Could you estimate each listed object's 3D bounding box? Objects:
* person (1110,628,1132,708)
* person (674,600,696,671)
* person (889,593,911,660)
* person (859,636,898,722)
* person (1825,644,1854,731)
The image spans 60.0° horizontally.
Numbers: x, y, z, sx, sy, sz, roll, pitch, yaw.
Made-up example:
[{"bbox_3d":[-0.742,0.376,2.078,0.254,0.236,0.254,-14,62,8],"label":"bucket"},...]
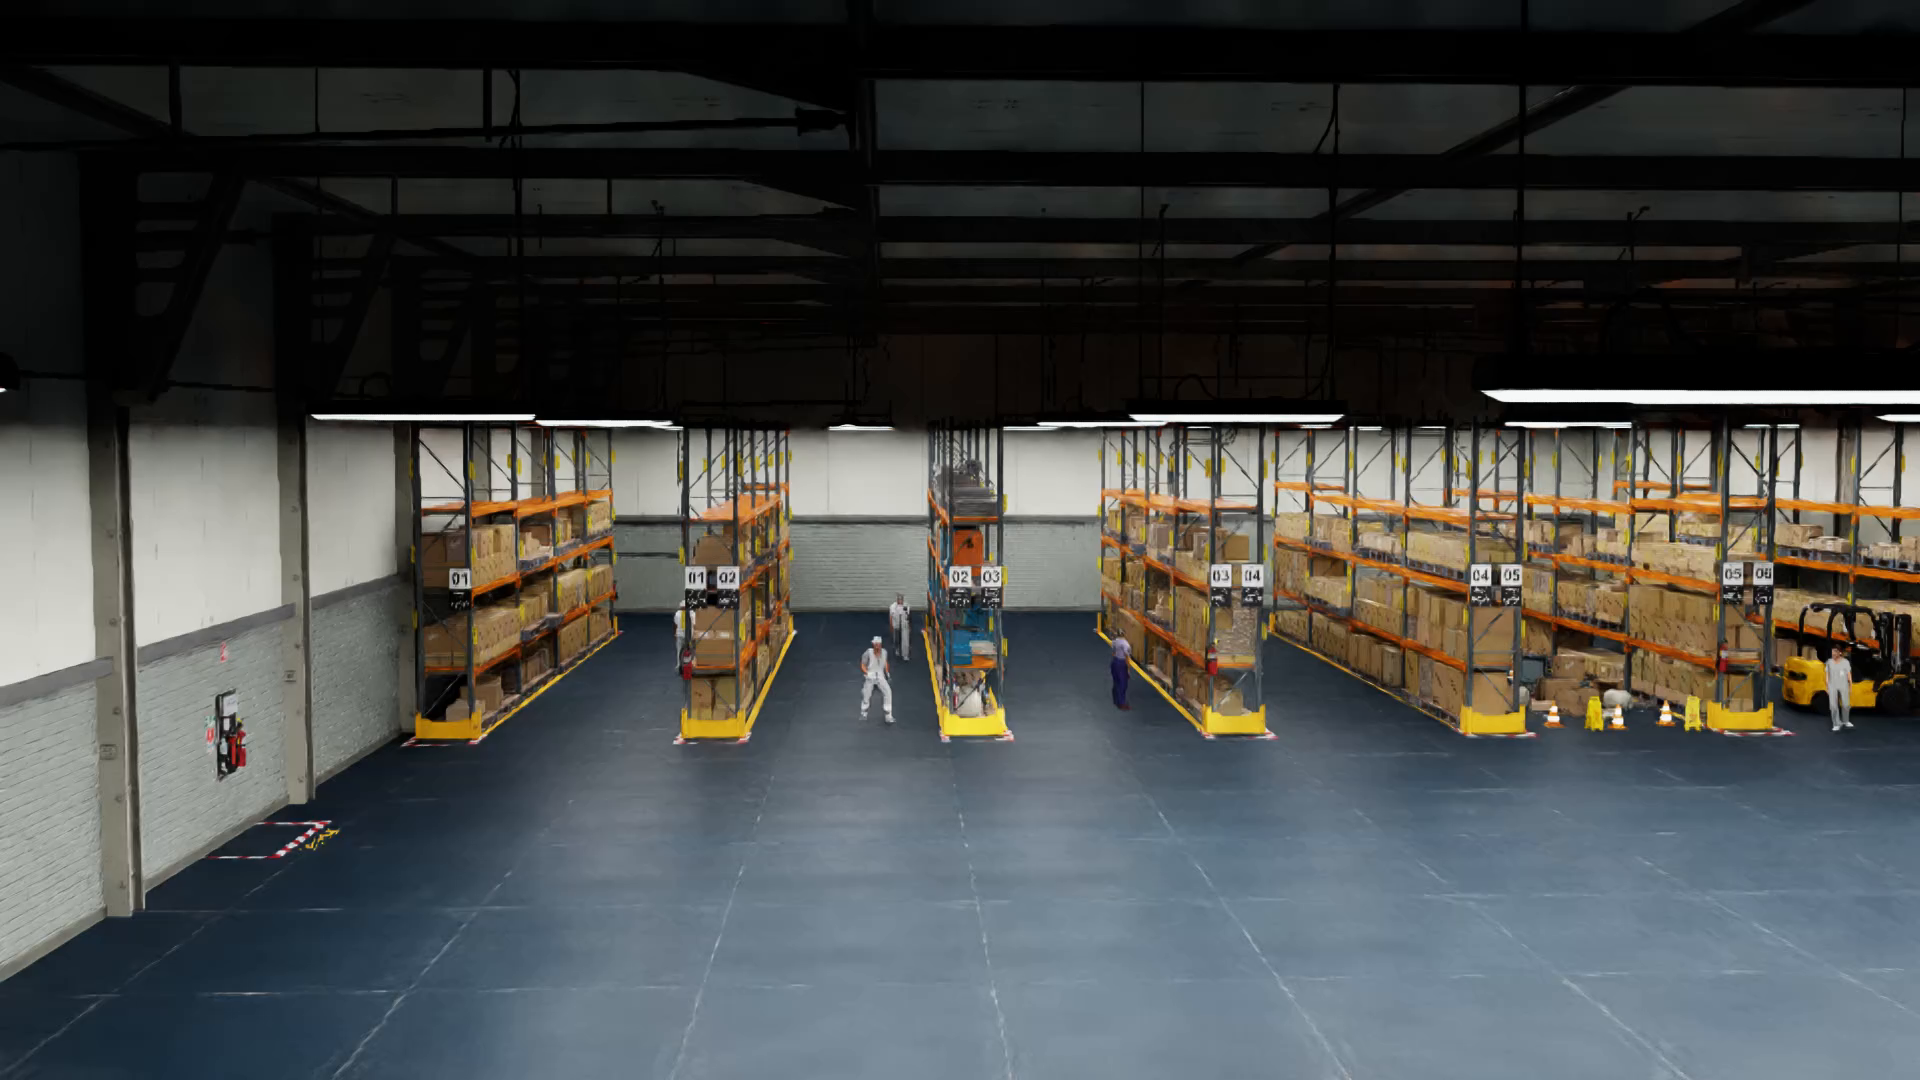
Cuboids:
[{"bbox_3d":[3.364,2.645,34.484,0.426,1.640,0.534,-3,4,-34],"label":"person"},{"bbox_3d":[-6.582,2.266,39.890,0.575,1.689,1.128,0,4,-5],"label":"person"},{"bbox_3d":[-1.510,2.145,41.778,0.542,1.672,1.126,0,4,0],"label":"person"},{"bbox_3d":[-1.654,2.719,32.710,0.685,1.716,0.838,-1,4,-18],"label":"person"},{"bbox_3d":[16.861,2.817,31.873,0.515,1.658,0.534,2,4,33],"label":"person"}]
